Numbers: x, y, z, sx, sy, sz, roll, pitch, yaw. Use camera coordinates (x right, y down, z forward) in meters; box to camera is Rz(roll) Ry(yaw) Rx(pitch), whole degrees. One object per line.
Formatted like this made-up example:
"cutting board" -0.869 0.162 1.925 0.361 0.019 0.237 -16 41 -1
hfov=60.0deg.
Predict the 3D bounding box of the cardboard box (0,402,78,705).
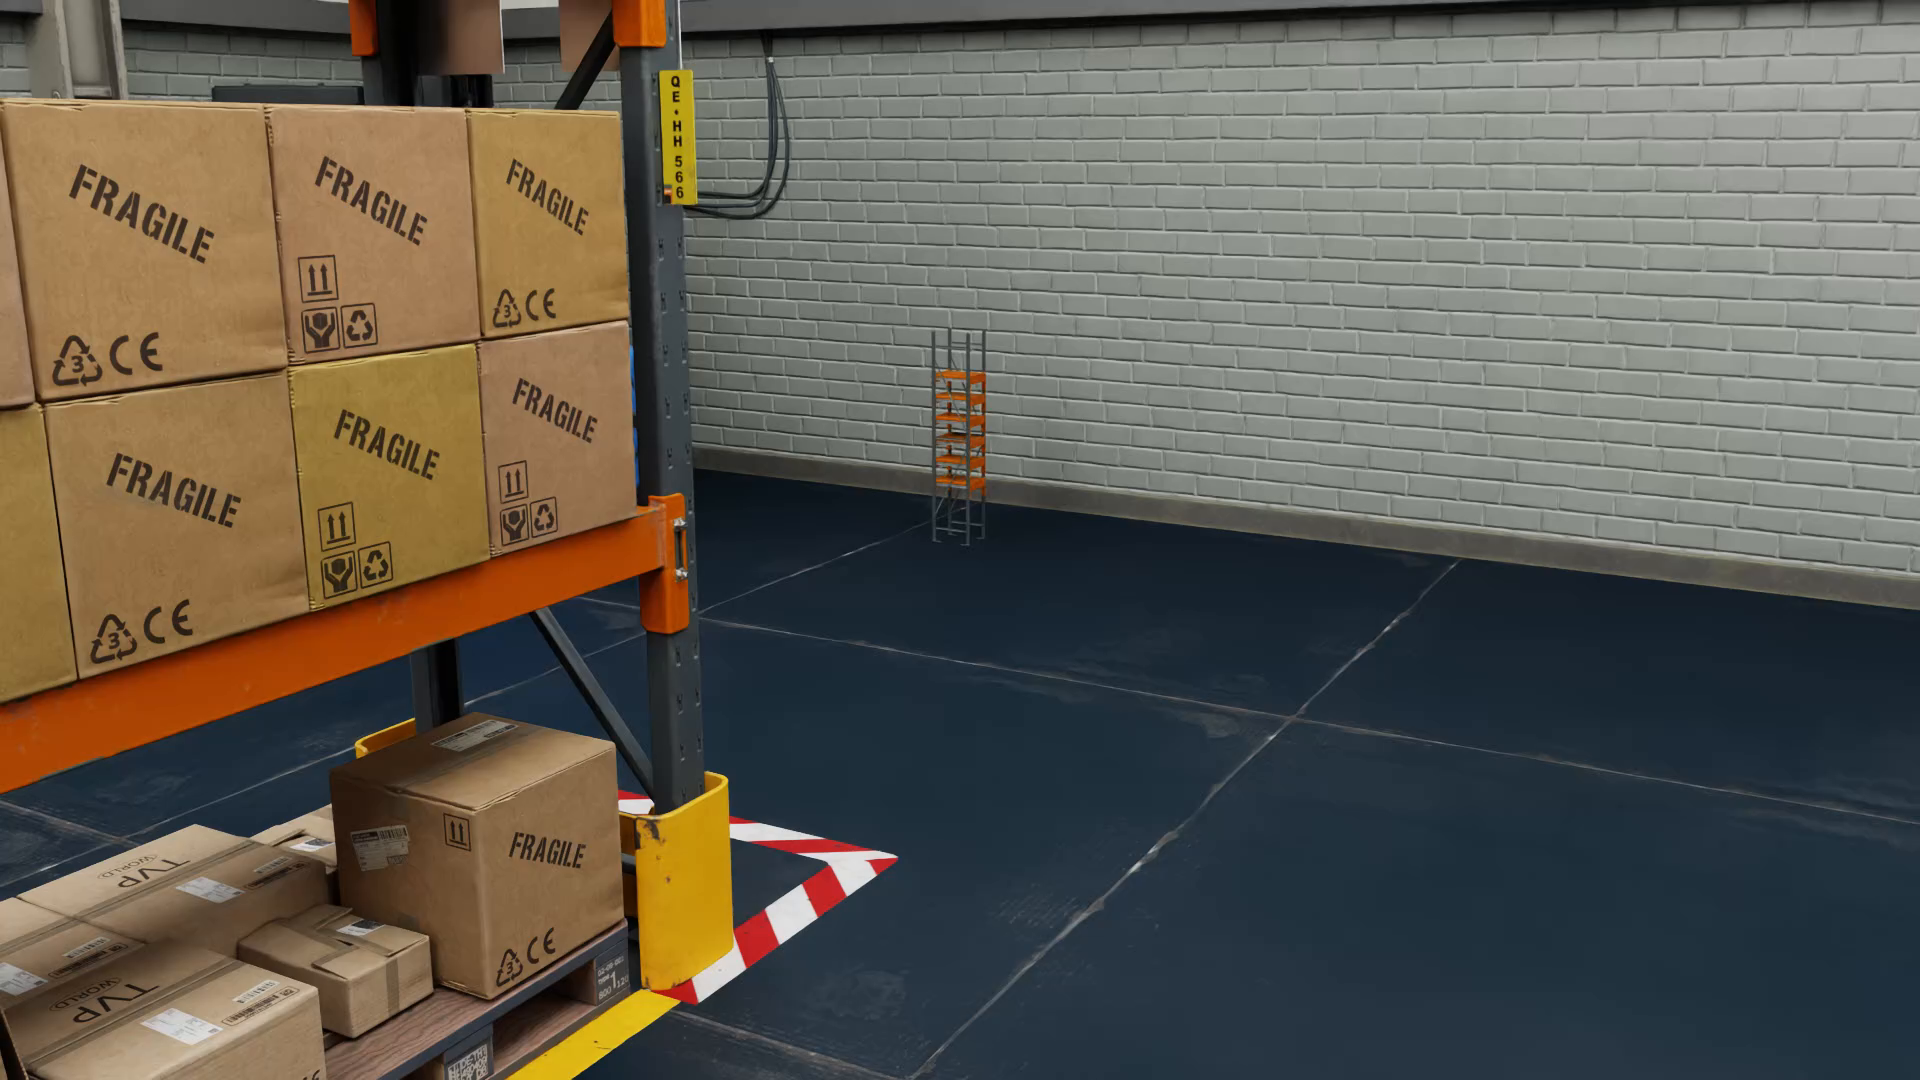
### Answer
"cardboard box" -1.894 0.033 2.785 0.500 0.500 0.500 7 15 27

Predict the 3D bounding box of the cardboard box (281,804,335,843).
"cardboard box" -1.682 0.866 4.687 0.380 0.149 0.250 7 15 28

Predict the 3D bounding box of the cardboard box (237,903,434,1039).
"cardboard box" -1.500 1.022 3.999 0.380 0.166 0.250 7 15 28

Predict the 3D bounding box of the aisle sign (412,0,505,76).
"aisle sign" -1.403 -1.664 4.491 0.394 0.787 0.004 7 15 28

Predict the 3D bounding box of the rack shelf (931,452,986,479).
"rack shelf" -0.007 -0.420 9.419 0.258 0.103 0.180 7 15 28

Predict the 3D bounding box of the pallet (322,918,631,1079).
"pallet" -1.600 1.182 4.183 1.003 0.211 1.213 7 15 28

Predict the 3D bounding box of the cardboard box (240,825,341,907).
"cardboard box" -1.803 0.908 4.472 0.380 0.166 0.250 7 15 28

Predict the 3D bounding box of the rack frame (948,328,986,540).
"rack frame" 0.037 -0.599 9.458 0.240 1.200 0.006 7 15 28

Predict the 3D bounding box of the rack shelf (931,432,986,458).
"rack shelf" -0.007 -0.537 9.391 0.258 0.103 0.180 7 15 28

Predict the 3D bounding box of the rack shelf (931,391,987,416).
"rack shelf" -0.007 -0.770 9.335 0.258 0.103 0.180 7 15 28

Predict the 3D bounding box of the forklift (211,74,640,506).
"forklift" -3.339 -1.425 9.189 3.031 2.935 1.130 1 14 2

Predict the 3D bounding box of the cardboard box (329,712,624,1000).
"cardboard box" -1.226 0.787 4.262 0.500 0.500 0.500 7 15 28

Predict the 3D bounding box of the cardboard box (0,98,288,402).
"cardboard box" -1.643 -0.555 3.089 0.500 0.500 0.500 8 16 30

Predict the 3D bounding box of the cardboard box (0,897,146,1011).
"cardboard box" -2.173 1.054 3.690 0.500 0.250 0.500 7 15 28

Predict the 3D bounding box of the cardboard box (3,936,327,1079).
"cardboard box" -1.711 1.100 3.497 0.500 0.250 0.500 7 15 28

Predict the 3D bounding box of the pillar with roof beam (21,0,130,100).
"pillar with roof beam" -1.200 -3.995 6.902 9.100 9.000 0.400 7 15 28

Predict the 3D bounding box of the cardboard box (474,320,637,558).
"cardboard box" -1.157 -0.279 4.079 0.500 0.500 0.500 8 16 30

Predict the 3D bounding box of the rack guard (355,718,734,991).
"rack guard" -1.215 0.877 4.828 1.175 0.500 0.348 7 15 28

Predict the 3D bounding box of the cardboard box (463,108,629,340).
"cardboard box" -1.153 -0.766 3.962 0.500 0.500 0.500 7 15 28

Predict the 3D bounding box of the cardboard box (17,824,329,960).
"cardboard box" -1.932 0.951 4.115 0.500 0.250 0.500 7 15 28

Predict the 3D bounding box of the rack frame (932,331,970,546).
"rack frame" -0.051 -0.562 9.303 0.240 1.200 0.006 7 15 28

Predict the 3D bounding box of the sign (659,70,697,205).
"sign" -0.702 -1.003 4.149 0.100 0.325 0.005 7 15 28

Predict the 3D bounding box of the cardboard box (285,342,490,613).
"cardboard box" -1.405 -0.172 3.635 0.500 0.500 0.500 8 15 29

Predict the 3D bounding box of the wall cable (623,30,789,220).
"wall cable" -2.470 -3.441 11.230 3.097 2.526 0.112 7 15 28

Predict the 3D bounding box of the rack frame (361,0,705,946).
"rack frame" -1.179 -0.353 4.599 1.000 3.000 0.127 7 15 28

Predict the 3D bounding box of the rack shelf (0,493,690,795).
"rack shelf" -2.145 0.407 2.982 1.077 0.370 4.000 7 15 28

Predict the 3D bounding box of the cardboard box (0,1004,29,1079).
"cardboard box" -2.209 1.081 3.038 0.797 0.503 0.637 7 15 28

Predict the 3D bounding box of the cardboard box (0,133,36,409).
"cardboard box" -1.891 -0.450 2.652 0.500 0.500 0.500 8 16 30

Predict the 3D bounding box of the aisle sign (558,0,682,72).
"aisle sign" -0.877 -1.597 4.209 0.394 0.787 0.004 7 15 28

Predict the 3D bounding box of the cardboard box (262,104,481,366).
"cardboard box" -1.397 -0.662 3.532 0.500 0.500 0.500 8 16 30

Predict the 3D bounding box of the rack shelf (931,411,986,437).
"rack shelf" -0.007 -0.654 9.363 0.258 0.103 0.180 7 15 28

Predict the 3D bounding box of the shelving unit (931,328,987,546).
"shelving unit" -0.007 -0.580 9.381 0.258 1.200 0.189 7 15 28

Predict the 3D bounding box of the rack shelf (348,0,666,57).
"rack shelf" -2.145 -1.052 2.630 1.077 0.370 4.000 7 15 28

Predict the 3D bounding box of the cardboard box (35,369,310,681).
"cardboard box" -1.651 -0.071 3.213 0.500 0.500 0.500 8 15 28

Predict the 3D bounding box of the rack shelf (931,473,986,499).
"rack shelf" -0.007 -0.304 9.447 0.258 0.103 0.180 7 15 28

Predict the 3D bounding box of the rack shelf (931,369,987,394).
"rack shelf" -0.007 -0.887 9.307 0.258 0.103 0.180 7 15 28
